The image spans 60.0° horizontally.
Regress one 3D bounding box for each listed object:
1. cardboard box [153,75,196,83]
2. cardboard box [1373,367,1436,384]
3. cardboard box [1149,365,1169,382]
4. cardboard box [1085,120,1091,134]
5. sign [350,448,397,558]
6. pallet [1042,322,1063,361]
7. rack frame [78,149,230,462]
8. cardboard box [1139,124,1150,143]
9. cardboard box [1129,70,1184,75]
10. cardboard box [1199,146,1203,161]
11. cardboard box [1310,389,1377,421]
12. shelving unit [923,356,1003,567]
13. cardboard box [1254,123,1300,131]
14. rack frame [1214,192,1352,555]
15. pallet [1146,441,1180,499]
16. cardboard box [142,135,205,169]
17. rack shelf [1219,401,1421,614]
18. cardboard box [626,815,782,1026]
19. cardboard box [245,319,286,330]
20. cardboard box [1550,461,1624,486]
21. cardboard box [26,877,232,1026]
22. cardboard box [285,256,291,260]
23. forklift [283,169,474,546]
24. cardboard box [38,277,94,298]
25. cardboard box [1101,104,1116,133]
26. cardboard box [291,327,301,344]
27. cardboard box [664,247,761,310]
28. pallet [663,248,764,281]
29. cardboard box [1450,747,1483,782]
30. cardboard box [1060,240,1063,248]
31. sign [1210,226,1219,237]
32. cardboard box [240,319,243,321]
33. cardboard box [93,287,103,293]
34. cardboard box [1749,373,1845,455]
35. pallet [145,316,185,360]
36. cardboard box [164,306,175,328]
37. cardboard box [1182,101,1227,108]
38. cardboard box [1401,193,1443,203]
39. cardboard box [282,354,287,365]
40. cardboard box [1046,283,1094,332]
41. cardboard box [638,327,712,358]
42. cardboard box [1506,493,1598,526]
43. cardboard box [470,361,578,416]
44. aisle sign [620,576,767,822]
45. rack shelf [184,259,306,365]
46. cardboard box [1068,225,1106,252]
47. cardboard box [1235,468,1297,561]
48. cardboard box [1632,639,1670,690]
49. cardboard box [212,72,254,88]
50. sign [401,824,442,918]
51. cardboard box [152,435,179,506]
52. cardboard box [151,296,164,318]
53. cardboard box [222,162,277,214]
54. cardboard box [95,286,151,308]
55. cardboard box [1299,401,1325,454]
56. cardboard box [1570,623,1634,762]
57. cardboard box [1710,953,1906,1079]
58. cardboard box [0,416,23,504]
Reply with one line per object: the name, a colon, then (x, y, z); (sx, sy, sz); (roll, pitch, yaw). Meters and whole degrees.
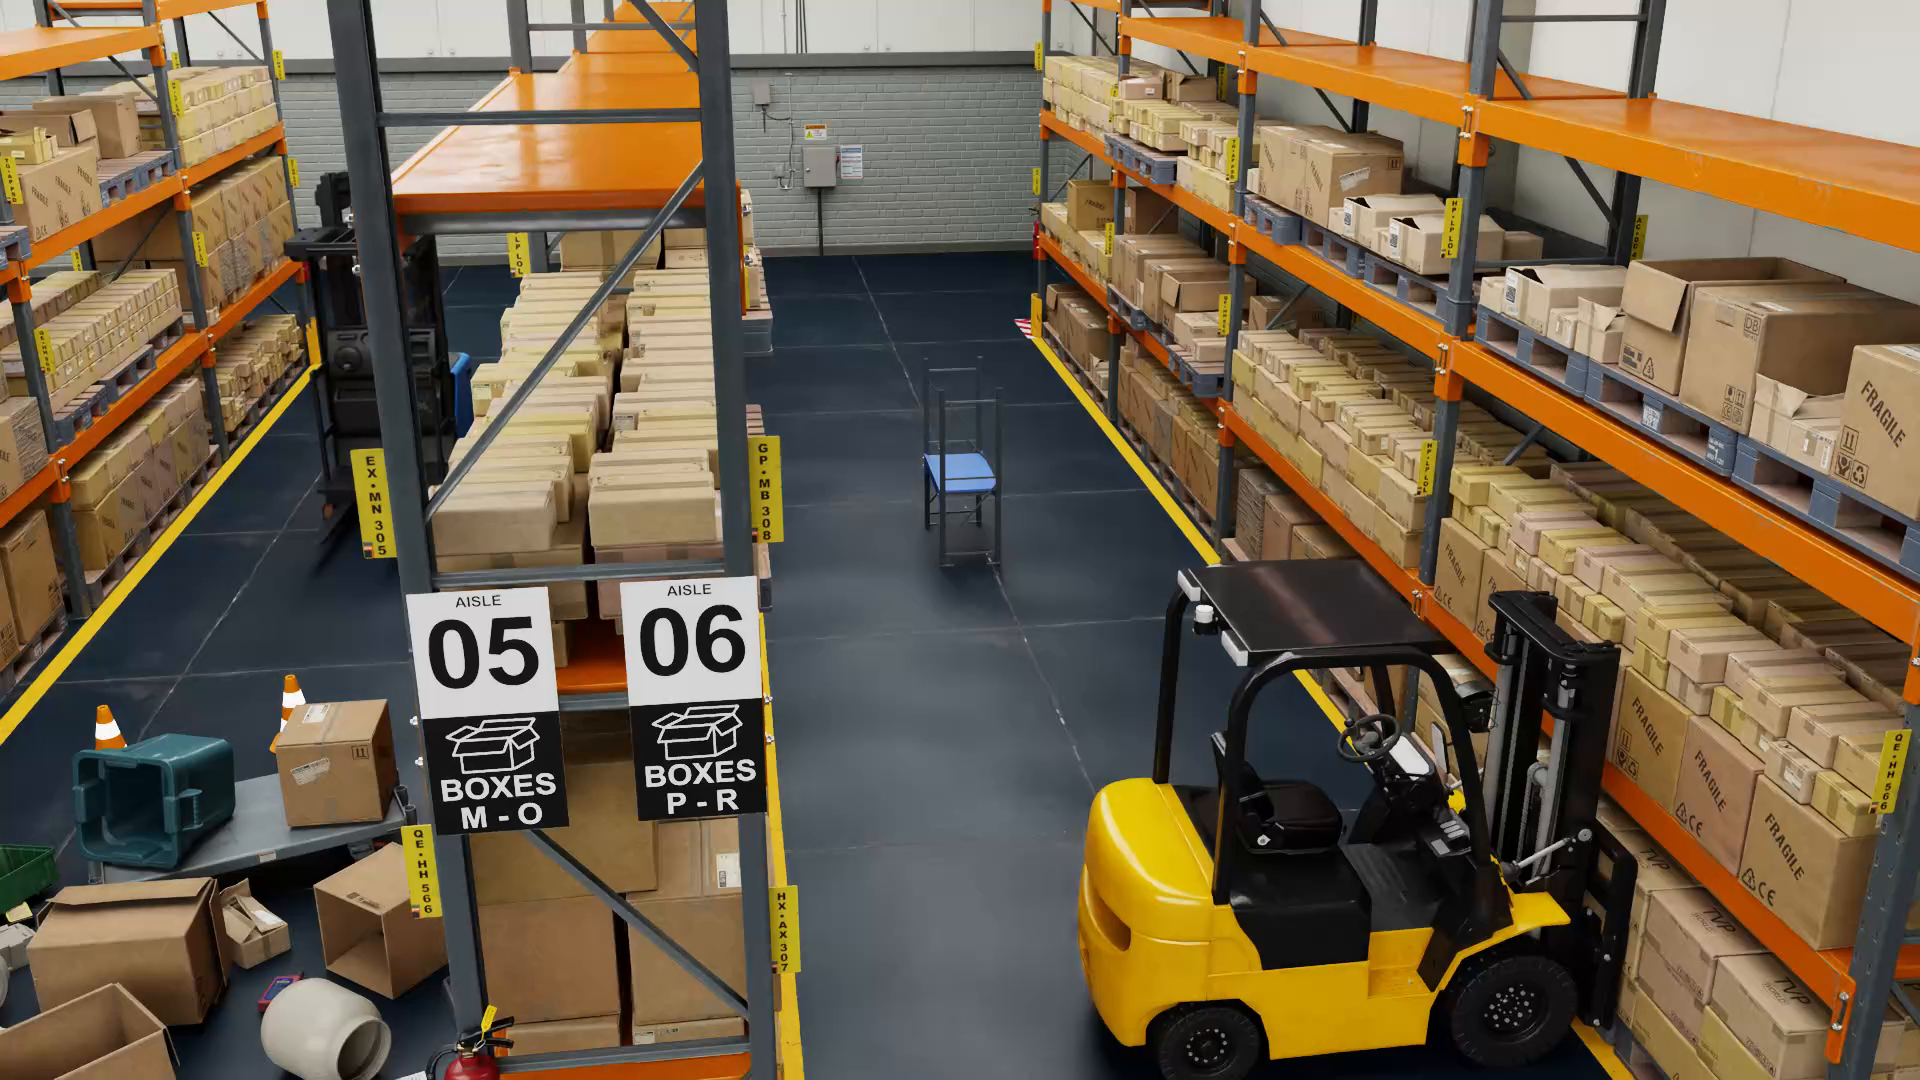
cardboard box: (-8.315, -4.836, 17.594); (0.380, 0.149, 0.250); (-2, 21, -6)
cardboard box: (3.206, -1.138, 11.979); (0.380, 0.149, 0.250); (-3, 21, -9)
cardboard box: (2.080, -1.627, 16.406); (0.380, 0.149, 0.250); (-3, 21, -9)
cardboard box: (1.584, -4.552, 18.262); (0.380, 0.149, 0.250); (-3, 21, -7)
sign: (-1.660, -0.102, 4.725); (0.100, 0.325, 0.005); (-3, 21, -8)
pallet: (1.624, -2.486, 20.646); (1.003, 0.211, 1.213); (-3, 21, -8)
rack frame: (-7.722, -2.174, 15.823); (1.000, 3.000, 0.127); (-3, 21, -8)
cardboard box: (1.873, -3.764, 15.410); (0.380, 0.149, 0.250); (-3, 21, -8)
cardboard box: (2.120, -4.959, 18.067); (0.500, 0.250, 0.500); (-3, 21, -8)
cardboard box: (2.265, -3.313, 14.231); (0.380, 0.149, 0.250); (-3, 21, -7)
cardboard box: (2.629, -0.927, 11.414); (0.380, 0.149, 0.250); (-3, 21, -9)
shelving unit: (0.012, -0.673, 13.949); (0.538, 1.500, 1.048); (-3, 21, -8)
cardboard box: (2.714, -3.480, 14.253); (0.380, 0.149, 0.250); (-3, 21, -8)
rack frame: (2.650, -1.325, 13.551); (1.000, 3.000, 0.127); (-3, 21, -8)
pallet: (2.407, -0.701, 15.865); (1.003, 0.211, 1.213); (-3, 21, -8)
cardboard box: (-7.527, -3.682, 15.789); (0.500, 0.250, 0.500); (-2, 21, -5)
rack shelf: (2.938, -0.296, 11.823); (1.077, 0.370, 4.000); (-3, 21, -8)
cardboard box: (-0.902, 1.332, 5.868); (0.500, 0.500, 0.500); (-3, 21, -9)
cardboard box: (-7.992, -2.438, 19.155); (0.380, 0.149, 0.250); (-3, 21, -7)
cardboard box: (3.572, -0.335, 9.405); (0.380, 0.149, 0.250); (-3, 21, -8)
cardboard box: (-4.009, 1.998, 8.026); (0.797, 0.637, 0.503); (-3, 21, -8)
cardboard box: (-7.971, -3.342, 19.311); (0.380, 0.149, 0.250); (-3, 21, -8)
forklift: (-5.102, -1.662, 14.551); (1.130, 2.935, 3.031); (-2, 21, -5)
cardboard box: (-8.074, -2.276, 15.005); (0.380, 0.149, 0.250); (-2, 21, -6)
cardboard box: (1.756, -4.339, 17.122); (0.500, 0.250, 0.500); (-3, 21, -8)
cardboard box: (-7.940, -2.391, 19.454); (0.380, 0.149, 0.250); (-3, 21, -9)
cardboard box: (-1.372, -1.443, 9.193); (0.500, 0.250, 0.500); (-3, 21, -9)
pallet: (-1.821, -1.584, 10.225); (1.213, 0.211, 1.003); (-3, 21, -8)
cardboard box: (3.066, 1.274, 9.206); (0.500, 0.250, 0.500); (-3, 21, -8)
cardboard box: (1.403, -3.584, 19.958); (0.380, 0.149, 0.250); (-2, 21, -6)
sign: (2.622, -3.282, 17.135); (0.100, 0.325, 0.005); (-3, 21, -8)
cardboard box: (-8.559, -2.500, 19.321); (0.380, 0.149, 0.250); (-4, 21, -10)
cardboard box: (-8.120, -2.232, 15.314); (0.380, 0.149, 0.250); (-3, 21, -7)
cardboard box: (3.347, -0.500, 6.505); (0.396, 0.266, 0.258); (-3, 21, -8)
pallet: (-7.755, -1.812, 15.129); (1.003, 0.211, 1.213); (-3, 21, -8)
cardboard box: (-7.430, -2.035, 15.211); (0.380, 0.149, 0.250); (-3, 21, -7)
cardboard box: (2.336, -4.108, 15.907); (0.380, 0.149, 0.250); (-3, 21, -9)
cardboard box: (3.101, -2.306, 11.481); (0.380, 0.166, 0.250); (-3, 21, -8)
cardboard box: (-7.926, -2.068, 19.015); (0.380, 0.149, 0.250); (-3, 21, -8)
cardboard box: (1.491, -2.906, 20.751); (0.797, 0.503, 0.637); (-4, 21, -10)
cardboard box: (-1.169, -0.805, 7.091); (0.380, 0.149, 0.250); (-3, 21, -7)
cardboard box: (3.152, -0.131, 8.859); (0.380, 0.149, 0.250); (-3, 21, -9)
cardboard box: (-1.703, -0.596, 6.531); (0.380, 0.149, 0.250); (-2, 21, -6)
aisle sign: (-0.792, 0.484, 4.991); (0.394, 0.787, 0.004); (-3, 21, -8)
rack shelf: (-8.010, -2.529, 17.803); (1.077, 0.370, 4.000); (-3, 21, -8)
cardboard box: (1.540, -3.467, 19.076); (0.500, 0.250, 0.500); (-3, 21, -9)
cardboard box: (2.727, -0.193, 13.313); (0.875, 0.625, 0.625); (-2, 21, -6)
cardboard box: (3.267, 0.545, 7.473); (0.380, 0.149, 0.250); (-3, 21, -7)
cardboard box: (-7.838, -4.949, 17.897); (0.380, 0.149, 0.250); (-3, 21, -7)
sign: (-1.660, 1.027, 5.147); (0.100, 0.325, 0.005); (-3, 21, -8)
cardboard box: (-7.222, -0.600, 14.583); (0.500, 0.500, 0.500); (-3, 21, -9)
cardboard box: (-7.397, -2.087, 14.925); (0.380, 0.149, 0.250); (-2, 21, -5)
cardboard box: (-7.913, -3.892, 18.426); (0.500, 0.500, 0.500); (-4, 21, -10)
cardboard box: (-7.358, -2.129, 14.612); (0.380, 0.149, 0.250); (-3, 21, -8)
cardboard box: (2.700, -0.792, 11.623); (0.500, 0.250, 0.500); (-3, 21, -7)
cardboard box: (3.249, 0.710, 7.960); (0.500, 0.500, 0.500); (-3, 21, -7)
cardboard box: (3.428, 1.924, 6.752); (0.500, 0.250, 0.500); (-2, 21, -6)
cardboard box: (-6.744, -0.520, 11.254); (0.500, 0.500, 0.500); (-3, 21, -8)
